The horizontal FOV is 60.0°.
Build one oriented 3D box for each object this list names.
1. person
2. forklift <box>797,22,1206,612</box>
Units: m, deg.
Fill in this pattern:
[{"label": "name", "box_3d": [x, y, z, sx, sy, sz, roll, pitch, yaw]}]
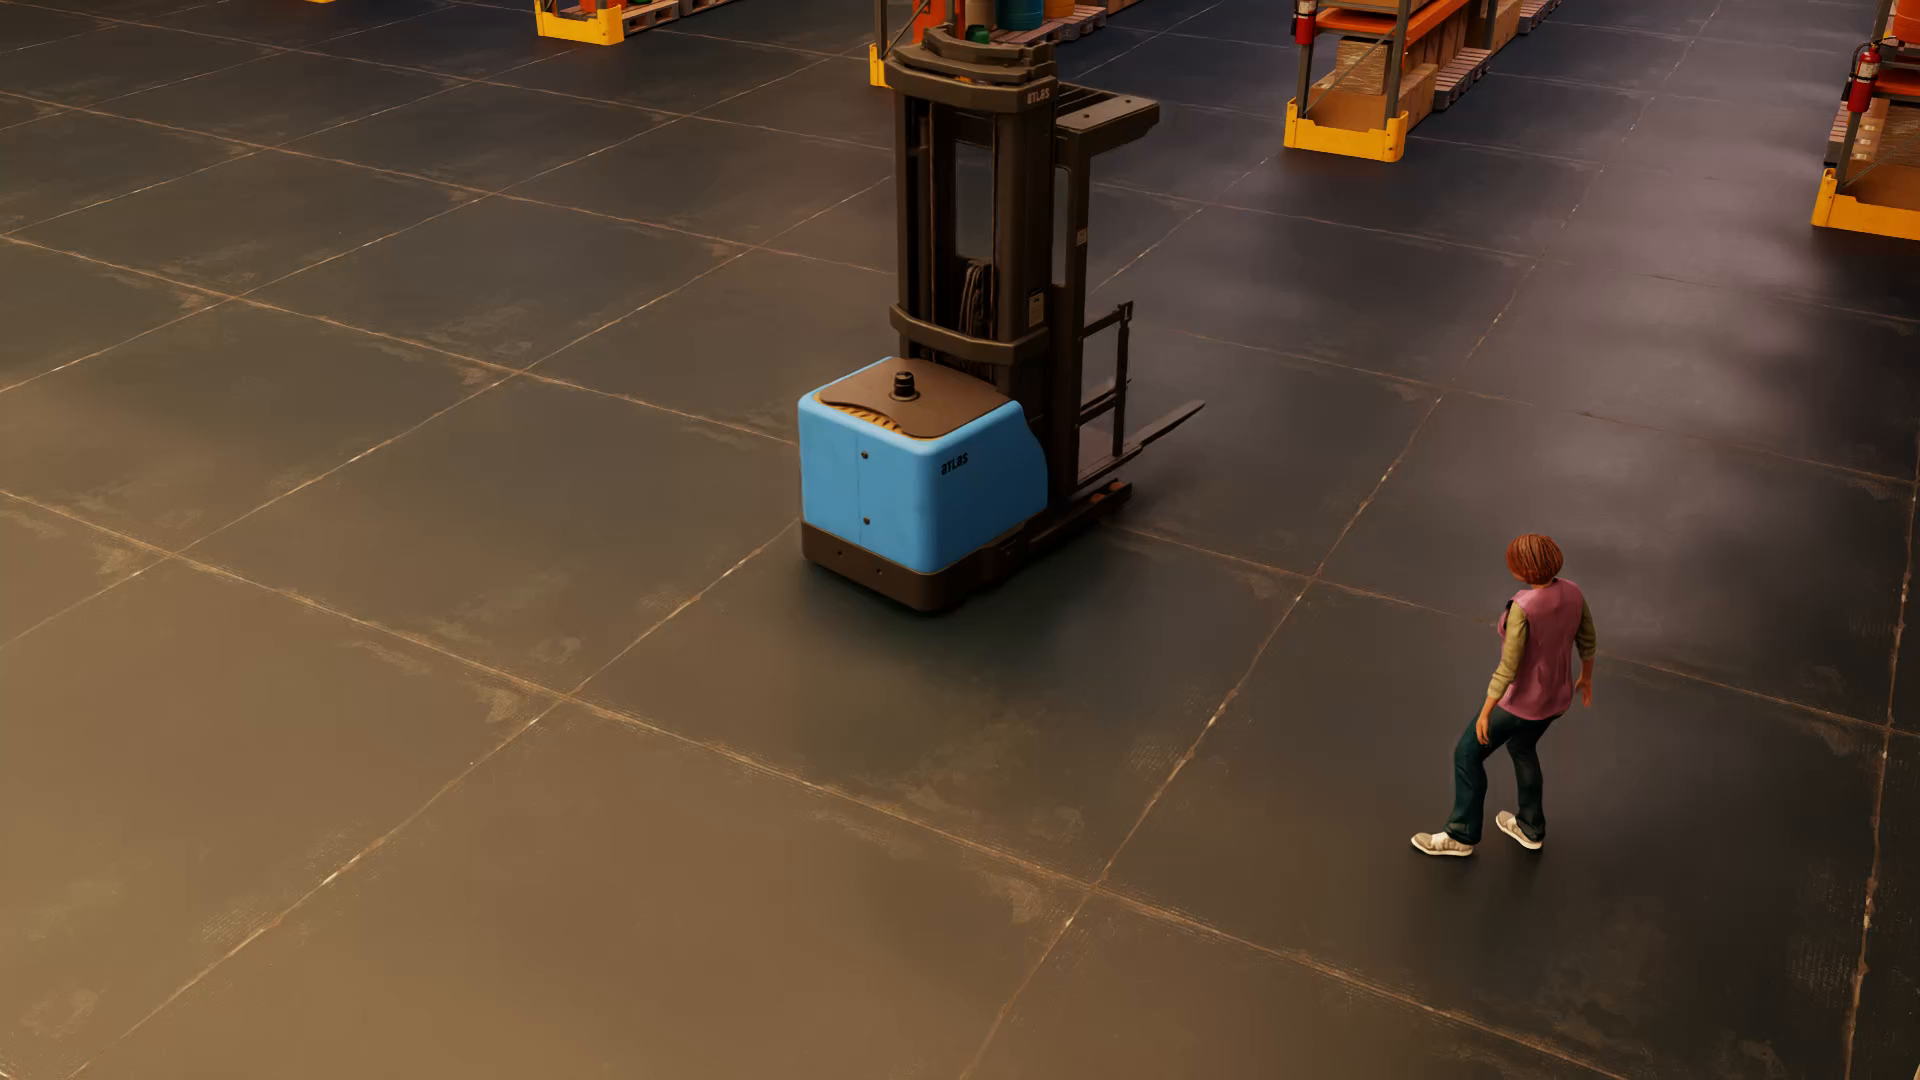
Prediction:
[{"label": "person", "box_3d": [2.440, 0.702, 7.245, 0.726, 1.555, 0.379, -16, 34, -26]}, {"label": "forklift", "box_3d": [0.415, -1.536, 9.732, 1.130, 2.935, 3.031, 23, 37, 34]}]
